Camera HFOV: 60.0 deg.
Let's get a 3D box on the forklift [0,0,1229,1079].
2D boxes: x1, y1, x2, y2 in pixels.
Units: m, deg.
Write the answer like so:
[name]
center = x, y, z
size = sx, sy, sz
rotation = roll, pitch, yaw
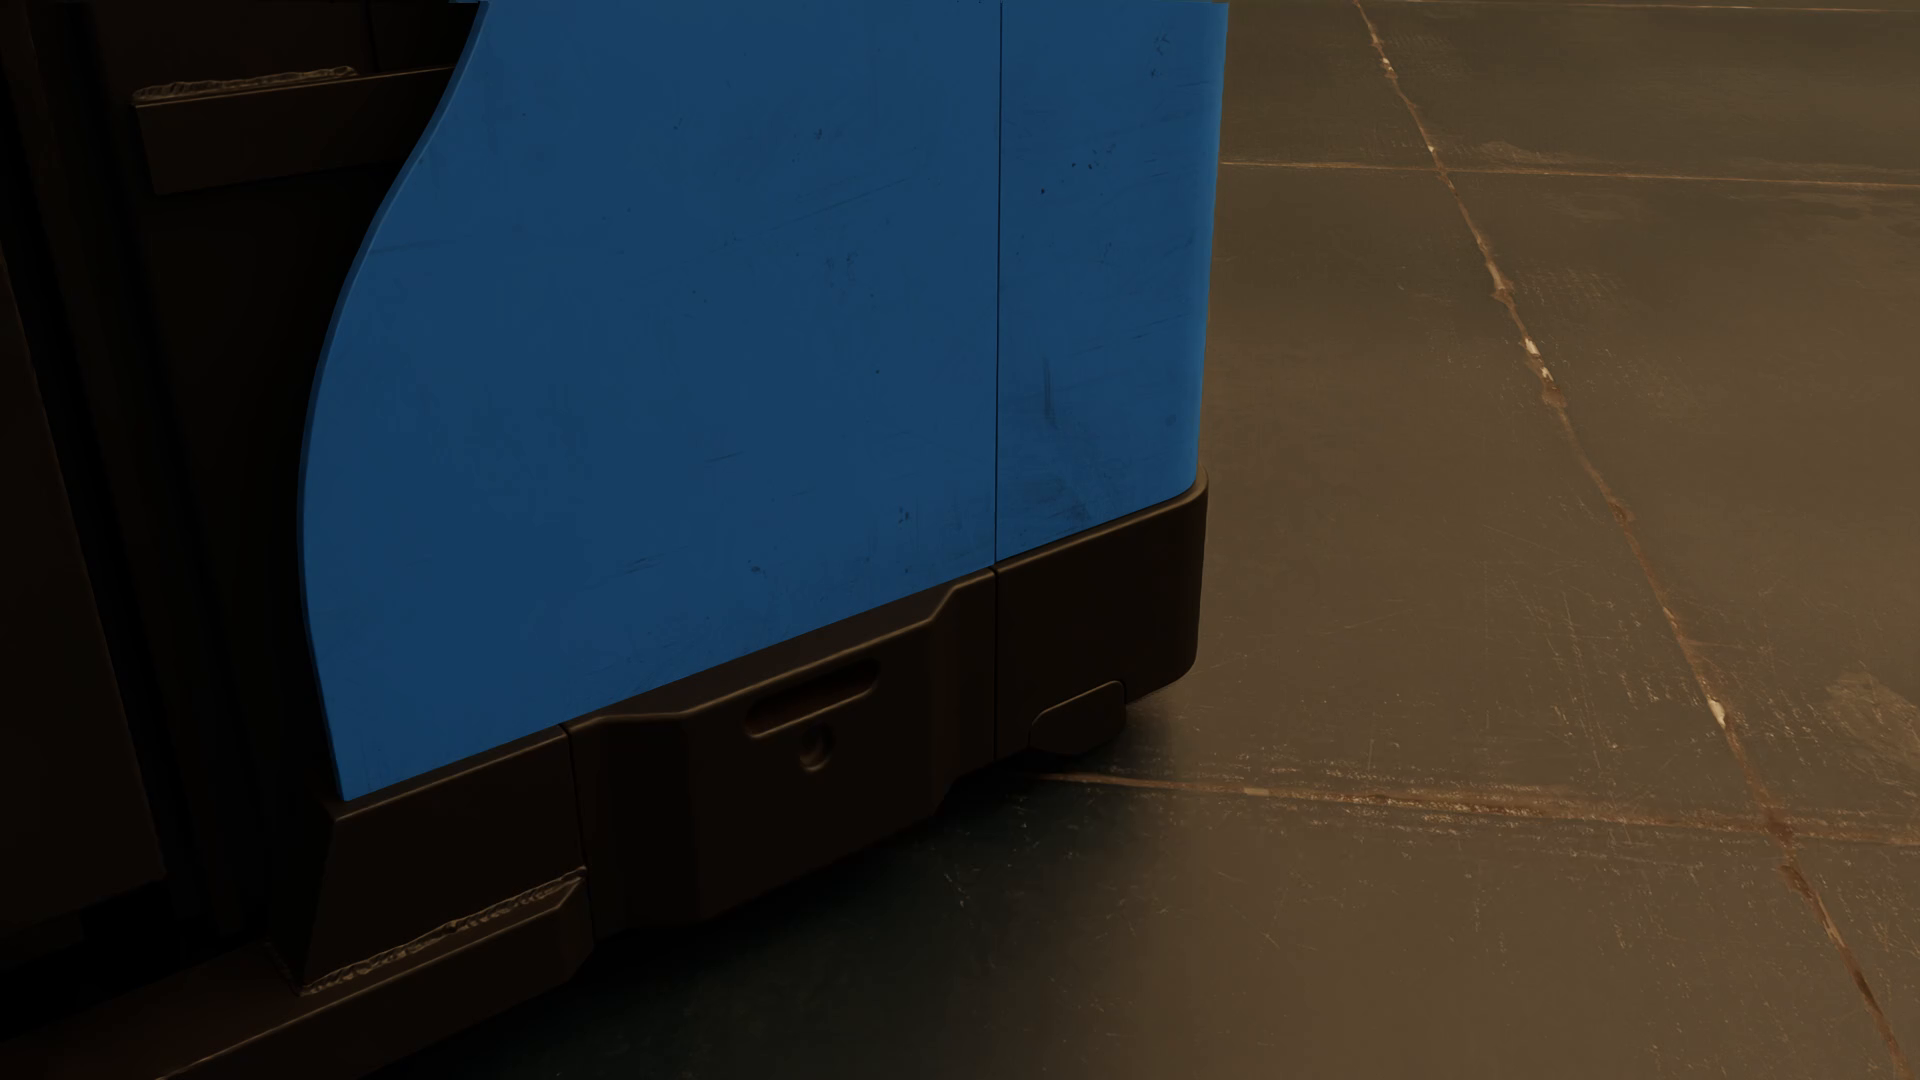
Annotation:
[forklift]
center = -1.179, -0.870, 0.962
size = 3.031, 2.935, 1.130
rotation = -19, 32, -34
